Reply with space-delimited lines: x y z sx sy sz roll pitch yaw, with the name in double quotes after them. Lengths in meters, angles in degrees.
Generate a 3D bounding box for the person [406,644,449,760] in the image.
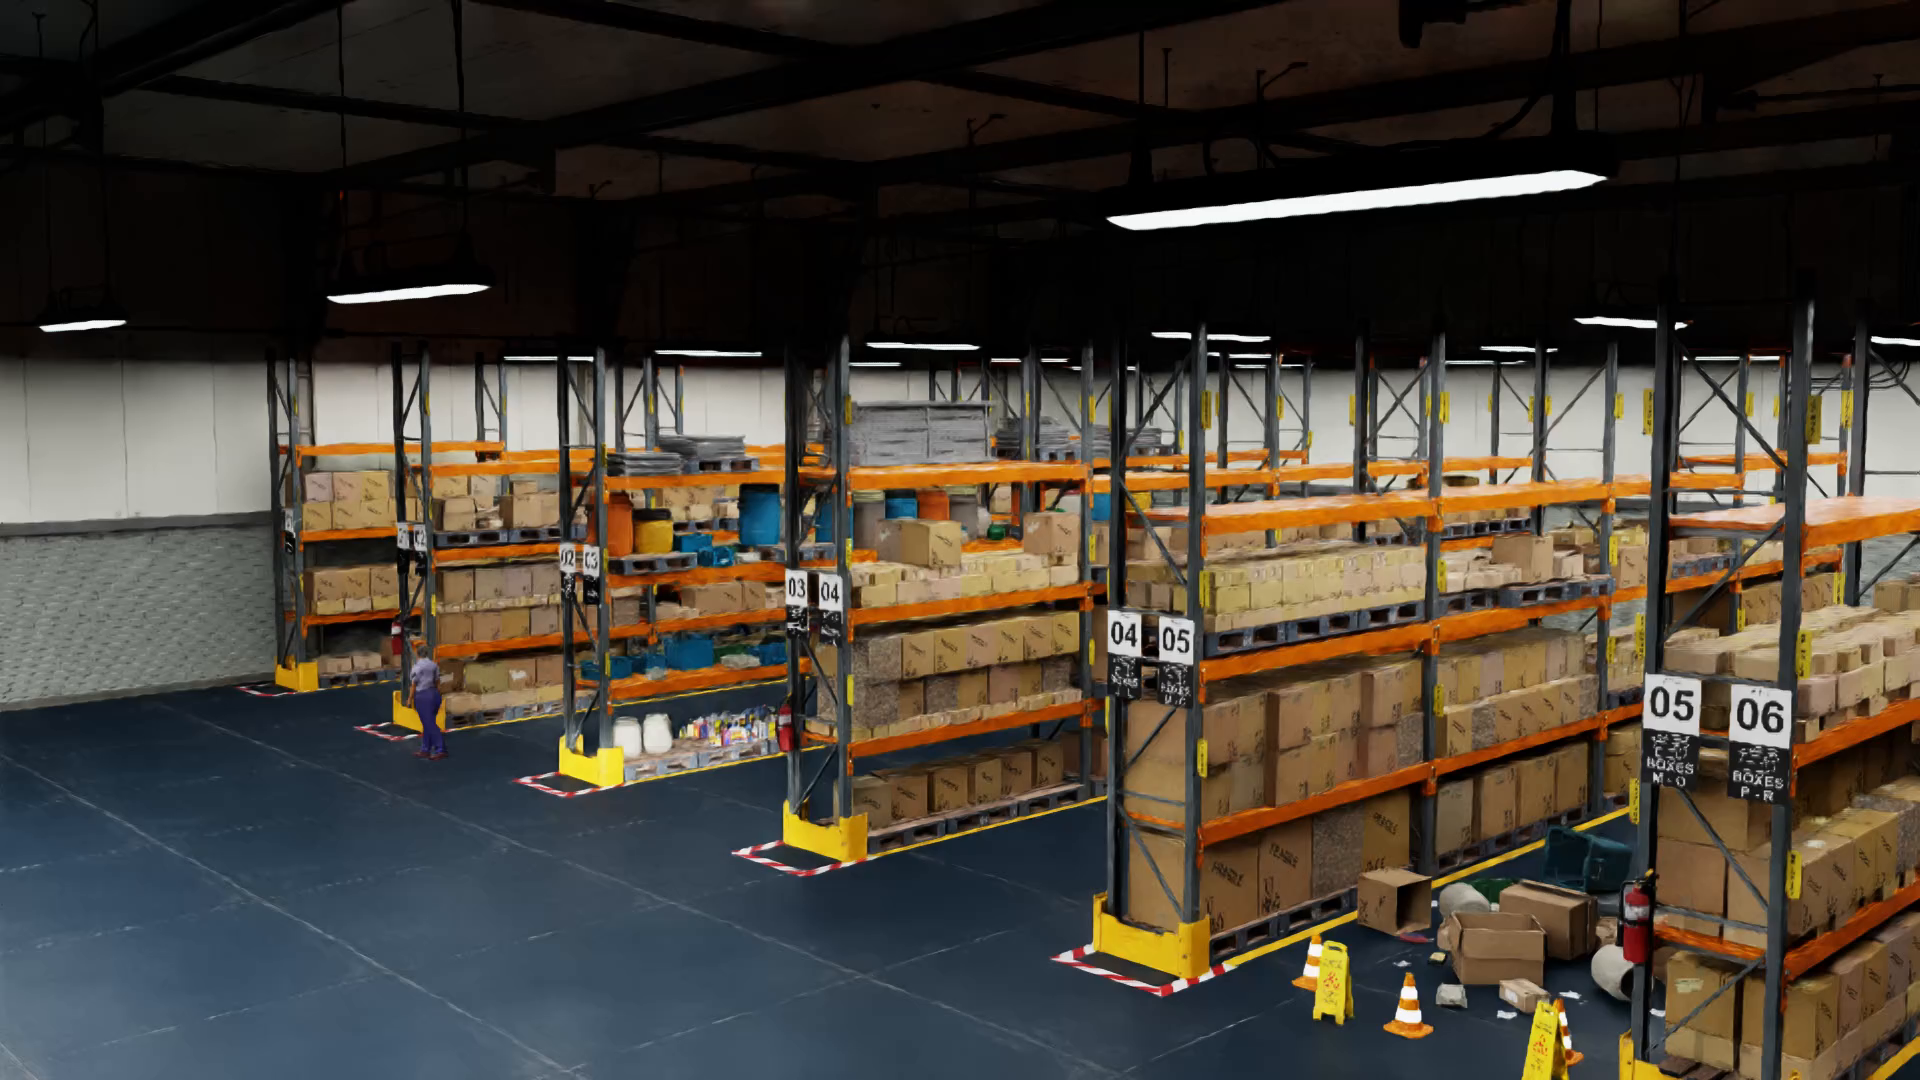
-7.589 2.311 23.715 0.687 1.614 0.516 2 5 18 "person"

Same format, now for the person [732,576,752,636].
-4.546 1.449 34.109 0.411 1.506 0.957 4 6 38 "person"
